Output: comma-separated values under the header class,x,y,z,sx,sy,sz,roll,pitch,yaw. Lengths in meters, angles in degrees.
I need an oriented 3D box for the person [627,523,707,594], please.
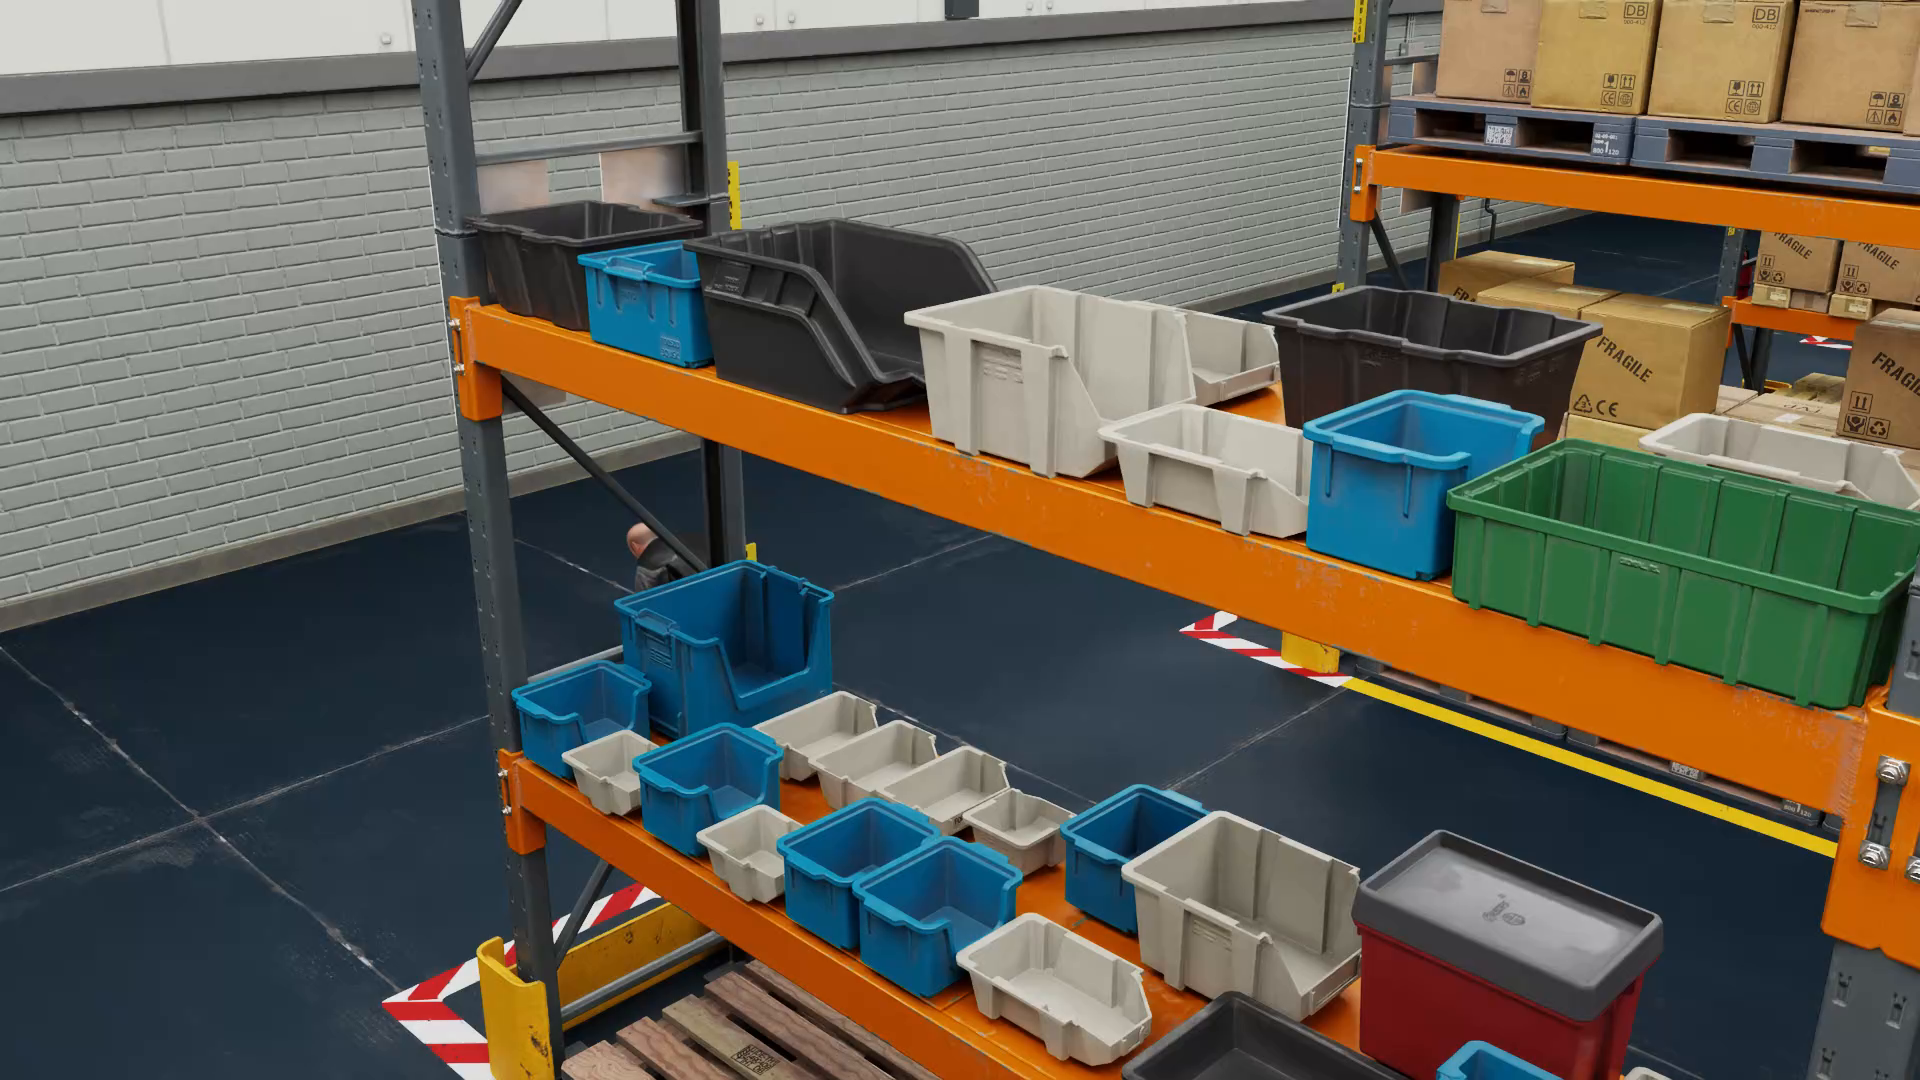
class,x,y,z,sx,sy,sz,roll,pitch,yaw
person,-1.468,0.373,9.115,0.917,0.826,0.521,18,27,40
